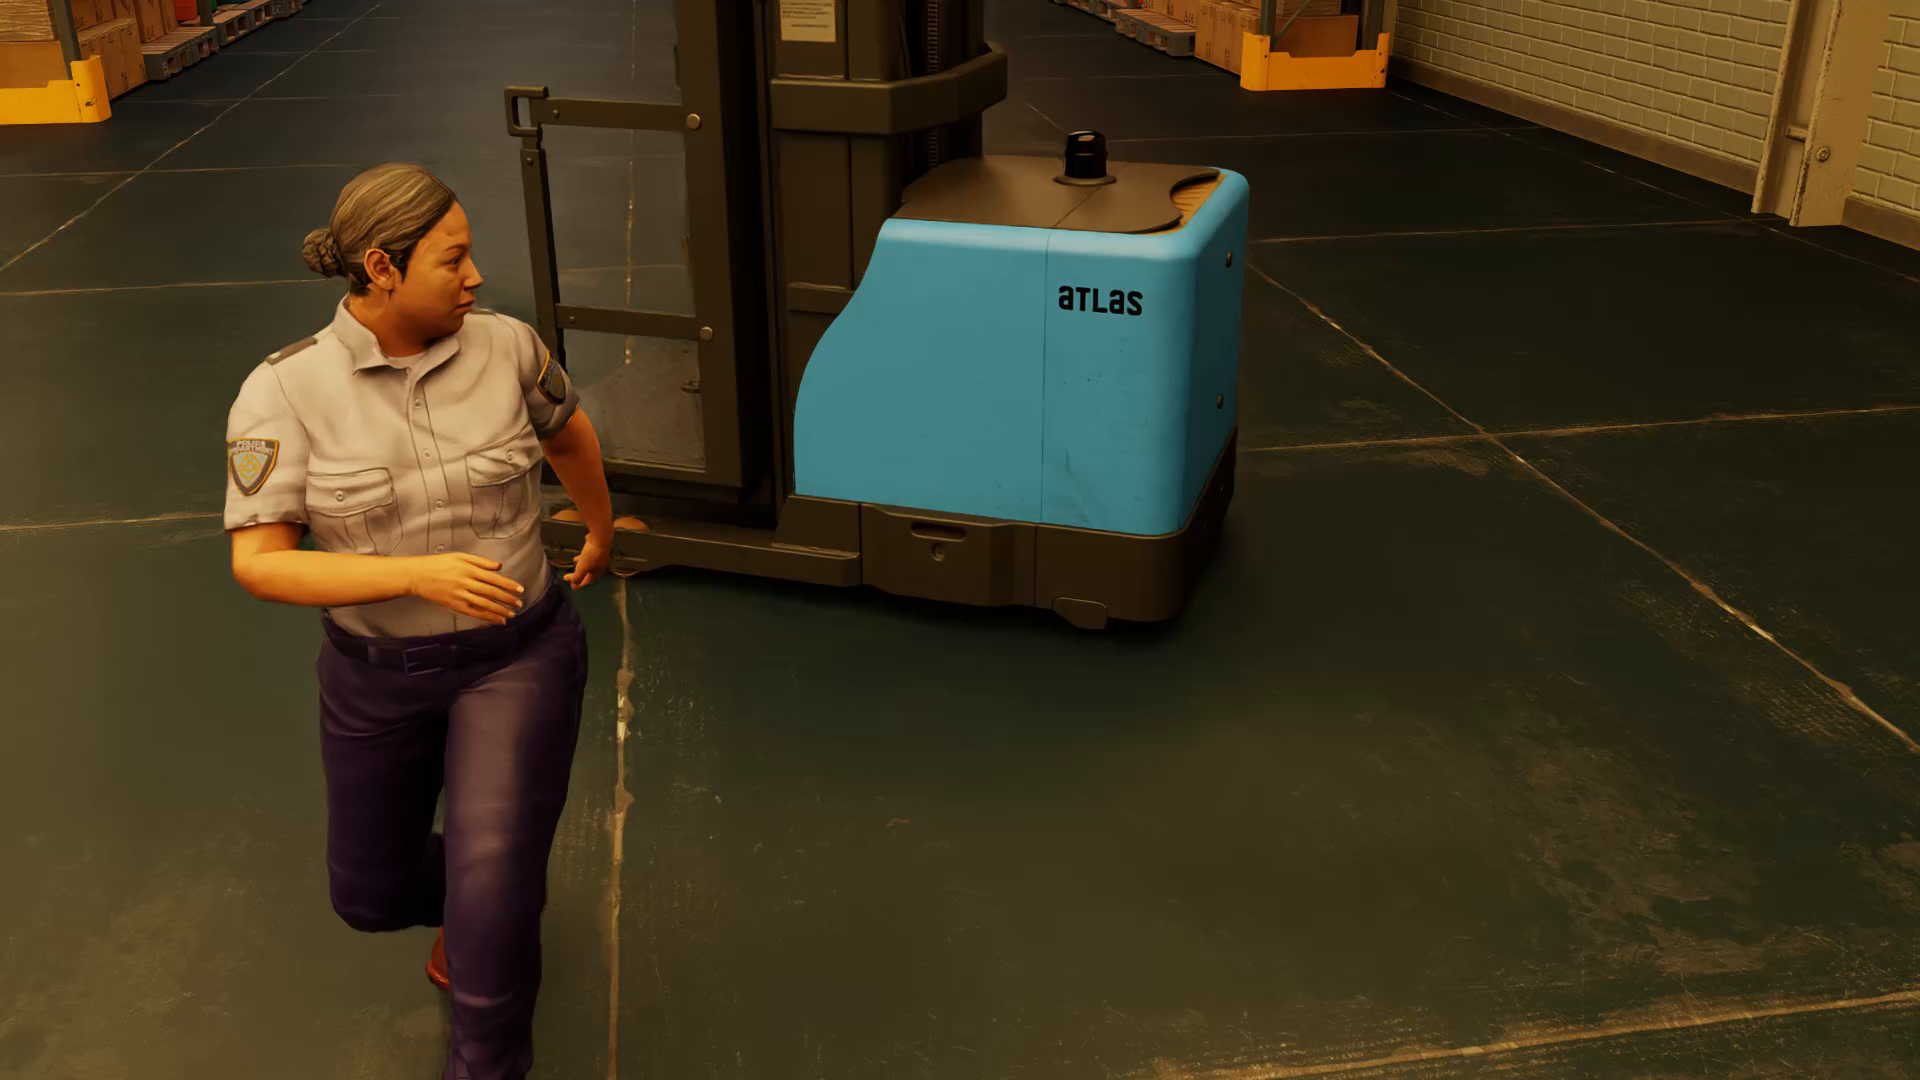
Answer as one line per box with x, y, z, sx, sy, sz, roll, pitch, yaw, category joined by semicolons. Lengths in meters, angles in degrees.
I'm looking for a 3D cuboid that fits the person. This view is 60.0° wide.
-0.817;0.198;2.640;0.509;1.574;0.854;-3;24;-8;person

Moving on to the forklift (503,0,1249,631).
-0.728;-1.431;4.645;3.031;2.935;1.130;7;24;16;forklift
